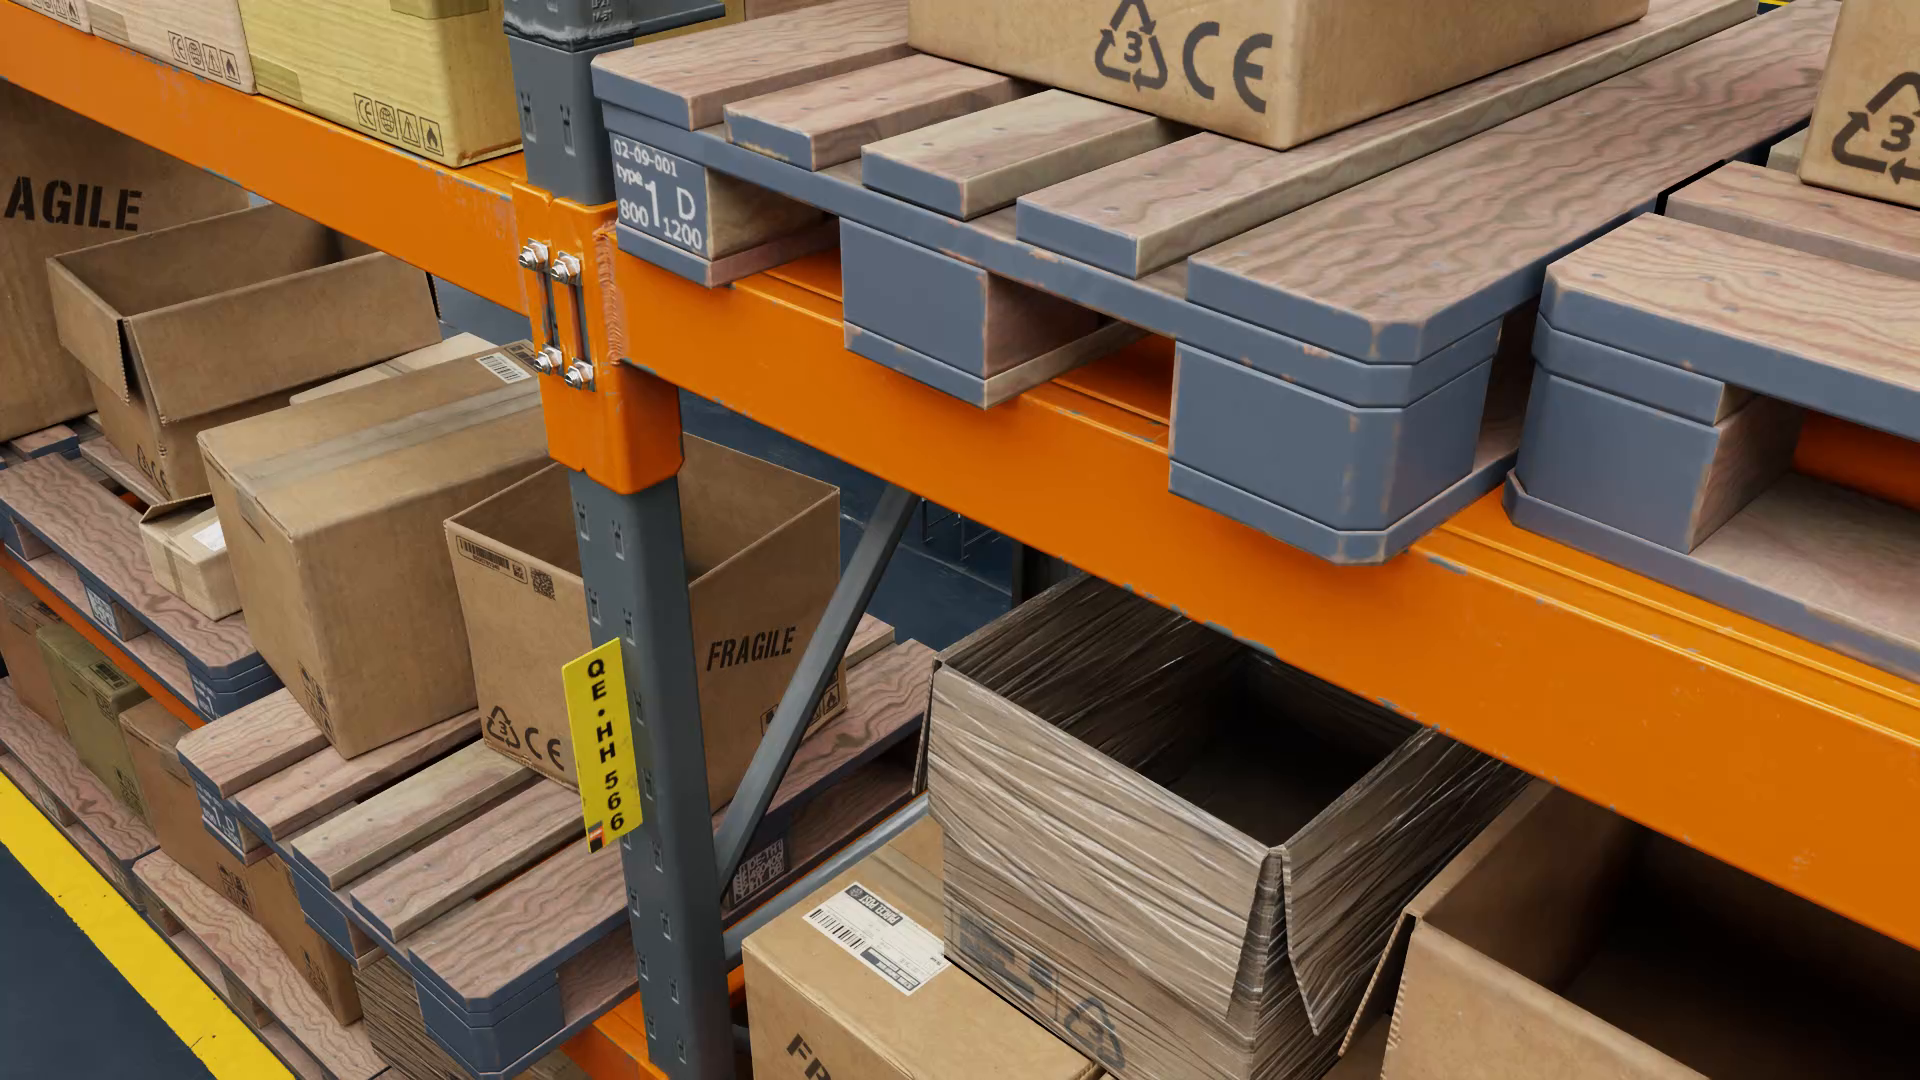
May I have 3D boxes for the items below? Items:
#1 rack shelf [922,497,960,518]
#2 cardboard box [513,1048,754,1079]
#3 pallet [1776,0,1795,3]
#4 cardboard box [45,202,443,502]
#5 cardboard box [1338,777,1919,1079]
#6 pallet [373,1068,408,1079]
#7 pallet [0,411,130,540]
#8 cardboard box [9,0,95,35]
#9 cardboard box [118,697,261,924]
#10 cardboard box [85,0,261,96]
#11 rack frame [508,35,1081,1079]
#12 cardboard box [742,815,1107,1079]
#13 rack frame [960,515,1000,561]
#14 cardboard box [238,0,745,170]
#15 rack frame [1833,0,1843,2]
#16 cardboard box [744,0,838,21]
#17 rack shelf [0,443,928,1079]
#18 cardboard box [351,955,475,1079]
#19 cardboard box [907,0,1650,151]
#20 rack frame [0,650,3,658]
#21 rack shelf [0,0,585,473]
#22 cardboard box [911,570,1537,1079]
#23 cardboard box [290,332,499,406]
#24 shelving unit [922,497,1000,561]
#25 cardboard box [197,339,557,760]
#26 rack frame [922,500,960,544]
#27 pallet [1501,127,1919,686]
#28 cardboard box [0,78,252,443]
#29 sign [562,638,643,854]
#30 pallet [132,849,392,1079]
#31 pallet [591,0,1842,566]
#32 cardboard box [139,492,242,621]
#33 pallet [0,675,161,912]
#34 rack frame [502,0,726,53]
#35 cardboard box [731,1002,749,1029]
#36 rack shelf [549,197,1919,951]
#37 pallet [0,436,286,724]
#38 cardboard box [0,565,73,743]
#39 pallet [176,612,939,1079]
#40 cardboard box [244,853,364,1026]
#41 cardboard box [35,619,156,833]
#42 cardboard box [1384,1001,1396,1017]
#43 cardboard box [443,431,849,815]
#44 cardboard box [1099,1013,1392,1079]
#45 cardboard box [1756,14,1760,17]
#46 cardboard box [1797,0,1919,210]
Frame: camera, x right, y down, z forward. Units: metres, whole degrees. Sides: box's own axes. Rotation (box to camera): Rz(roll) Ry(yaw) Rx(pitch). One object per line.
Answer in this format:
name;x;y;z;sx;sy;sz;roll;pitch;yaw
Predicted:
rack shelf;0.006;-0.200;6.623;0.200;0.077;0.258;25;39;35
cardboard box;-0.646;1.198;3.848;0.500;0.500;0.700;23;38;33
pallet;7.448;-5.063;14.955;1.213;0.211;1.003;25;39;35
cardboard box;-1.754;-0.504;4.171;0.797;0.503;0.637;-25;39;-35
cardboard box;0.877;0.554;1.853;0.637;0.503;0.797;26;40;36
pallet;-0.714;1.464;4.114;1.213;0.211;1.003;25;39;35
pallet;-2.632;-0.442;4.761;1.213;0.211;1.003;25;39;35
cardboard box;-1.400;-1.093;2.894;0.500;0.250;0.500;26;40;36
cardboard box;-1.904;0.625;4.801;0.500;0.500;0.700;21;37;31
cardboard box;-1.030;-0.918;2.603;0.500;0.250;0.500;25;39;35
rack frame;-0.136;0.540;2.944;0.127;3.000;1.000;25;39;35
cardboard box;0.042;0.770;2.466;0.500;0.500;0.500;26;40;36
rack frame;0.081;-0.348;6.455;0.006;0.900;0.240;25;39;35
cardboard box;-0.653;-0.751;2.327;0.500;0.250;0.500;25;39;35
rack frame;3.188;-1.354;6.090;0.127;3.000;1.000;25;39;35
cardboard box;-0.313;-0.941;2.641;0.500;0.250;0.500;26;40;36
rack shelf;-1.618;0.156;4.279;4.000;0.370;1.077;25;39;35
cardboard box;-1.066;1.011;4.159;0.500;0.500;0.700;21;37;31
cardboard box;0.365;-0.785;1.731;0.797;0.503;0.637;-27;40;-37
rack frame;-3.101;-0.844;5.244;0.127;3.000;1.000;25;39;35
rack shelf;-1.618;-1.129;3.506;4.000;0.370;1.077;25;39;35
cardboard box;0.396;0.327;2.229;0.637;0.503;0.797;27;40;37
cardboard box;-1.224;-0.243;3.984;0.500;0.250;0.500;24;38;34
shelving unit;0.006;-0.383;6.513;0.210;0.900;0.258;25;39;35
cardboard box;-1.044;-0.009;3.353;0.700;0.500;0.500;-23;38;-33
rack frame;-0.069;-0.418;6.572;0.006;0.900;0.240;25;39;35
pallet;1.208;-0.075;1.242;1.213;0.211;1.003;27;40;37
cardboard box;-2.606;-0.952;4.435;1.000;1.000;1.000;25;39;35
sign;-0.493;0.289;2.316;0.005;0.325;0.100;25;39;35
pallet;-1.614;1.042;4.815;1.213;0.211;1.003;25;39;35
pallet;0.377;-0.461;1.883;1.003;0.211;1.213;27;40;37
cardboard box;-1.553;-0.056;3.658;0.258;0.266;0.396;24;38;34
pallet;-2.523;0.619;5.516;1.213;0.211;1.003;25;39;35
rack frame;-0.136;-2.030;1.397;0.127;3.000;1.000;25;39;35
cardboard box;-0.653;0.881;3.648;0.500;0.250;0.500;27;40;37
rack shelf;1.347;0.256;1.206;4.000;0.370;1.077;25;39;35
pallet;-1.631;-0.047;4.106;1.213;0.211;1.003;25;39;35
cardboard box;-2.661;0.259;5.408;0.500;0.500;0.700;22;37;32
pallet;-0.735;0.417;3.336;1.003;0.211;1.213;25;39;35
cardboard box;-1.491;0.818;4.480;0.700;0.500;0.500;-26;39;-36
cardboard box;-2.320;0.431;5.122;0.500;0.500;0.700;25;39;35
cardboard box;0.762;0.748;2.502;0.500;0.500;0.500;25;39;35
cardboard box;-0.563;0.146;3.095;0.500;0.500;0.500;20;36;29
cardboard box;0.426;0.947;2.171;0.500;0.500;0.500;24;38;34
cardboard box;5.170;-3.316;11.065;0.500;0.311;0.500;24;39;35
cardboard box;1.064;-0.519;1.291;0.500;0.500;0.500;-27;40;-37
